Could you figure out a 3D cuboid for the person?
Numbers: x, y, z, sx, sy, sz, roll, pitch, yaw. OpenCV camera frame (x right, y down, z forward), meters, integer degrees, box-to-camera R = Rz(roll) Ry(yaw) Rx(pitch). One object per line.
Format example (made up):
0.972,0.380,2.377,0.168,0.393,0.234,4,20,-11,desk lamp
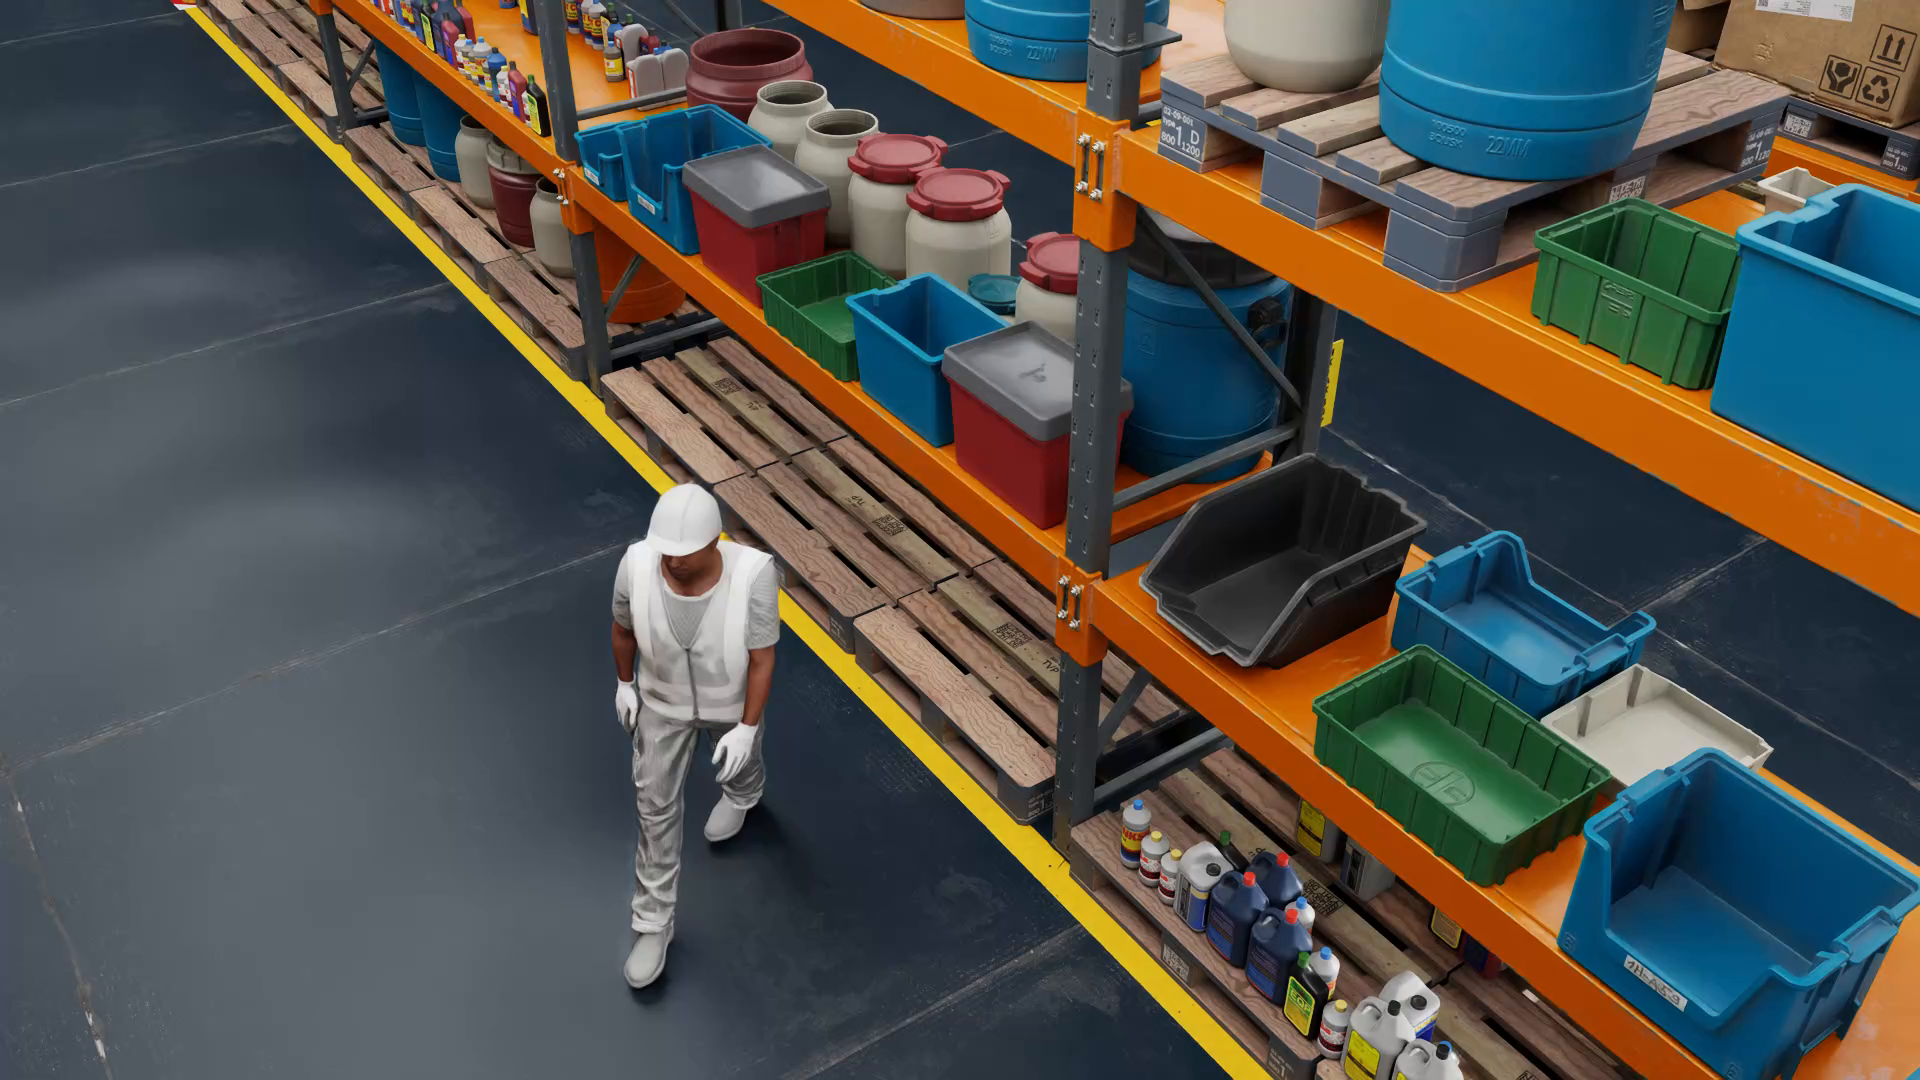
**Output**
-0.858,0.537,5.423,0.582,1.715,0.973,0,36,0,person
